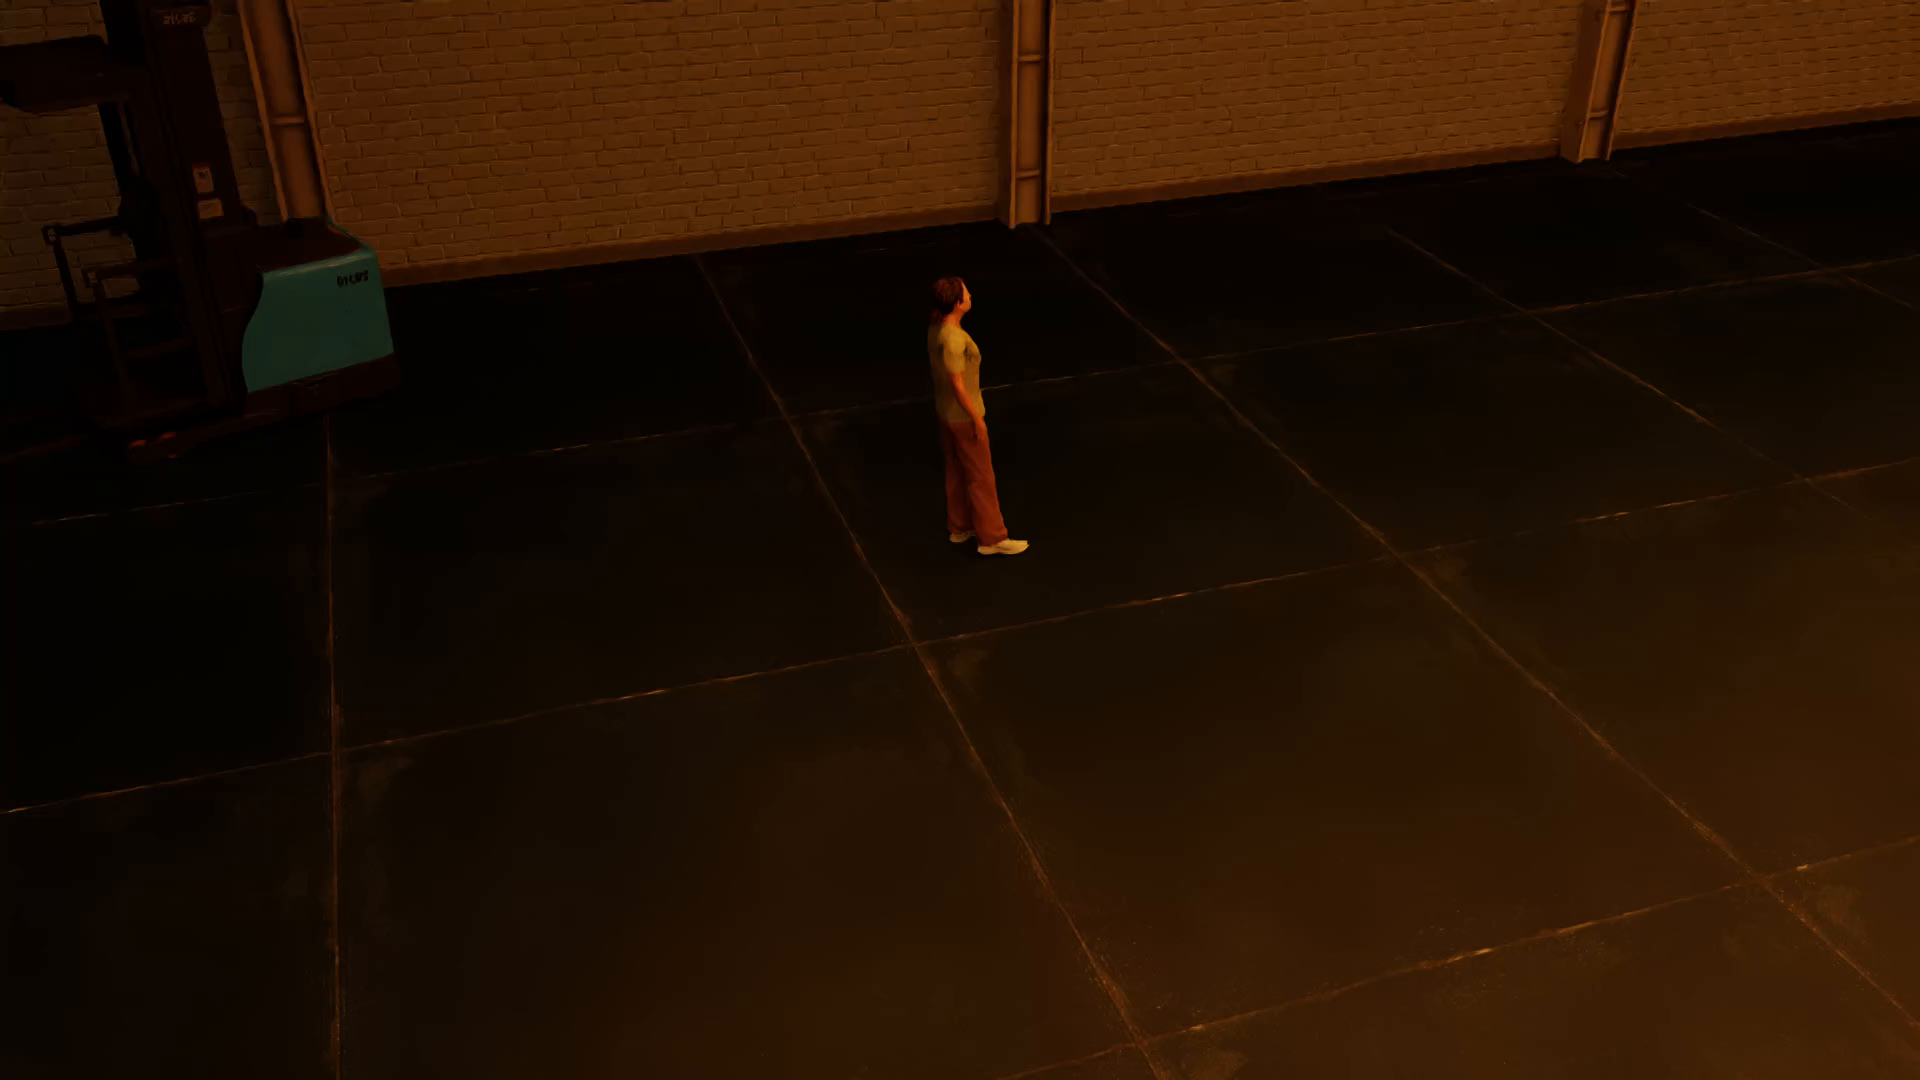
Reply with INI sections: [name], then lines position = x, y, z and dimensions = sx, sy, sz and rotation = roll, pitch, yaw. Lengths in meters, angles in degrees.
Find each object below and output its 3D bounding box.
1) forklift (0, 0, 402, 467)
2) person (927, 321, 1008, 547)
[forklift]
position = -5.436, -2.047, 10.645
dimensions = 3.031, 2.935, 1.130
rotation = -22, 36, -33
[person]
position = 0.029, -0.655, 9.652
dimensions = 0.395, 1.362, 0.521
rotation = -10, 31, -16
